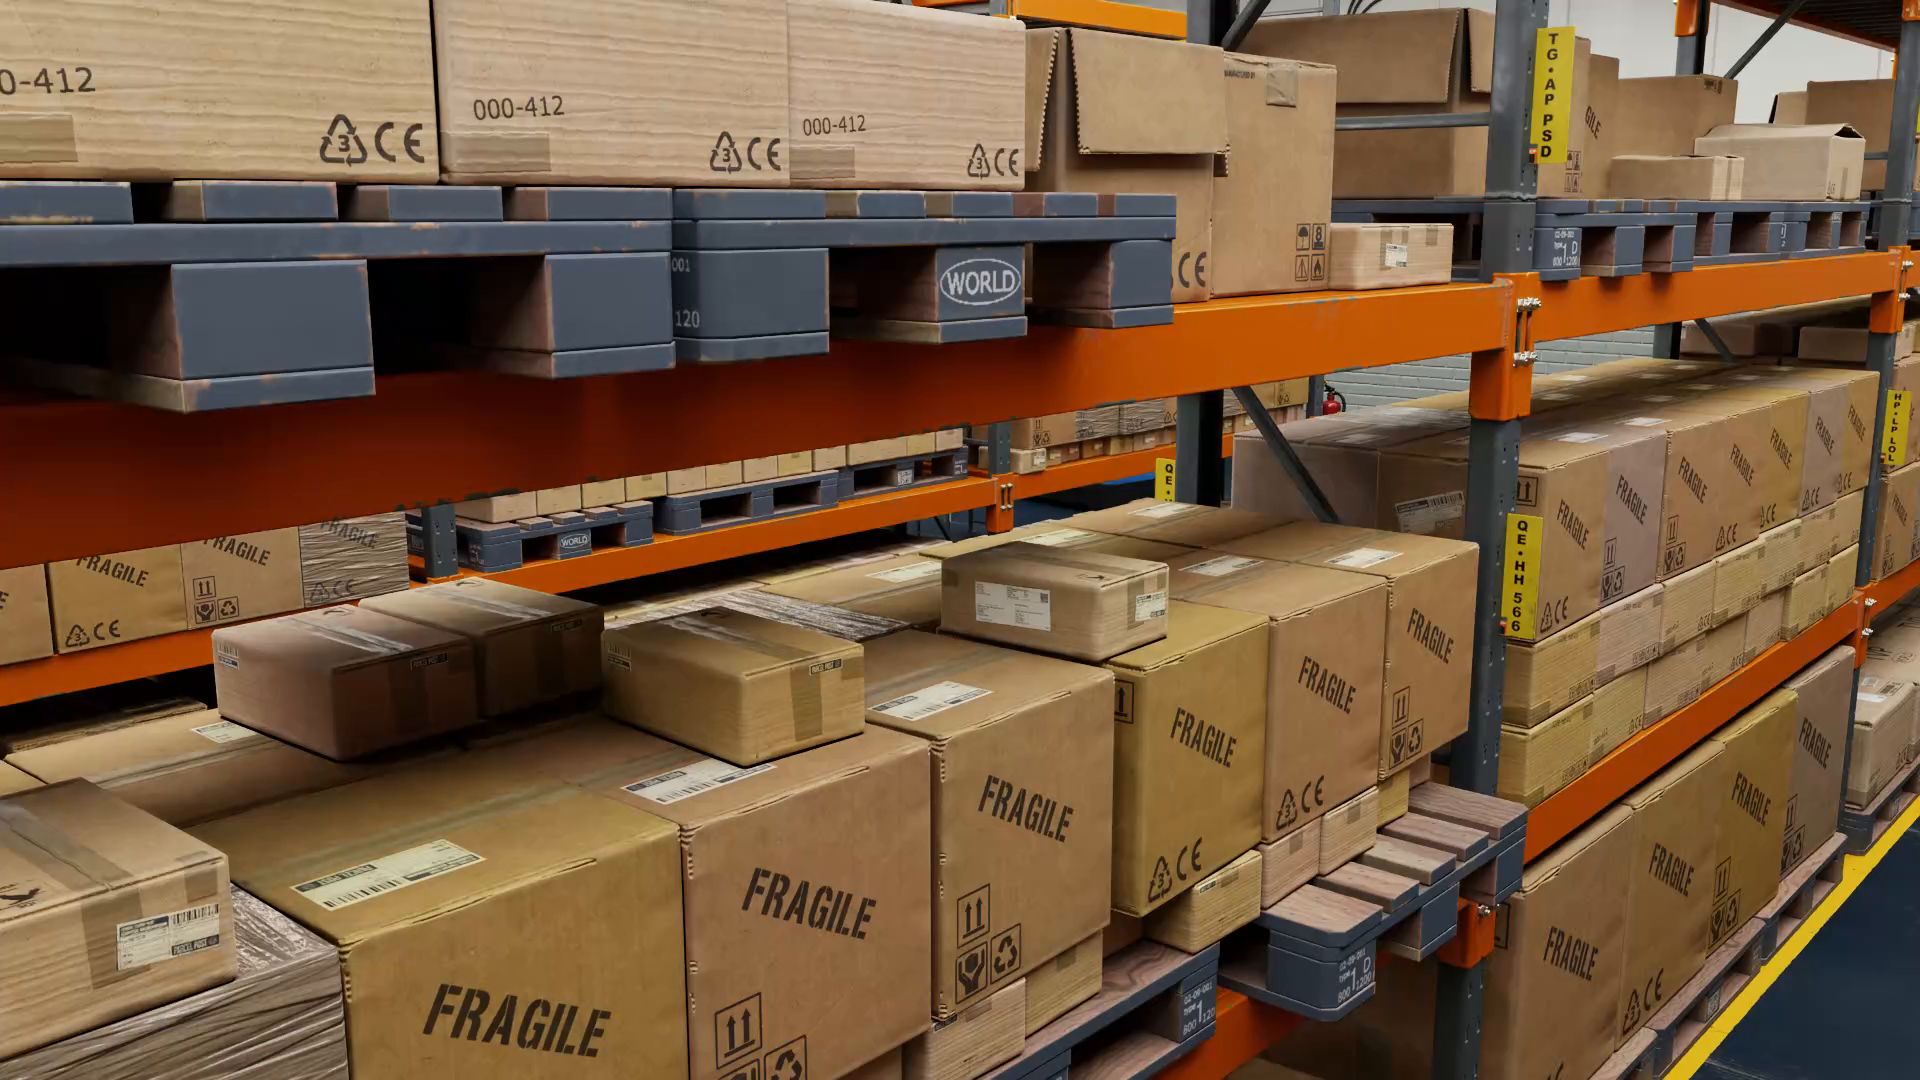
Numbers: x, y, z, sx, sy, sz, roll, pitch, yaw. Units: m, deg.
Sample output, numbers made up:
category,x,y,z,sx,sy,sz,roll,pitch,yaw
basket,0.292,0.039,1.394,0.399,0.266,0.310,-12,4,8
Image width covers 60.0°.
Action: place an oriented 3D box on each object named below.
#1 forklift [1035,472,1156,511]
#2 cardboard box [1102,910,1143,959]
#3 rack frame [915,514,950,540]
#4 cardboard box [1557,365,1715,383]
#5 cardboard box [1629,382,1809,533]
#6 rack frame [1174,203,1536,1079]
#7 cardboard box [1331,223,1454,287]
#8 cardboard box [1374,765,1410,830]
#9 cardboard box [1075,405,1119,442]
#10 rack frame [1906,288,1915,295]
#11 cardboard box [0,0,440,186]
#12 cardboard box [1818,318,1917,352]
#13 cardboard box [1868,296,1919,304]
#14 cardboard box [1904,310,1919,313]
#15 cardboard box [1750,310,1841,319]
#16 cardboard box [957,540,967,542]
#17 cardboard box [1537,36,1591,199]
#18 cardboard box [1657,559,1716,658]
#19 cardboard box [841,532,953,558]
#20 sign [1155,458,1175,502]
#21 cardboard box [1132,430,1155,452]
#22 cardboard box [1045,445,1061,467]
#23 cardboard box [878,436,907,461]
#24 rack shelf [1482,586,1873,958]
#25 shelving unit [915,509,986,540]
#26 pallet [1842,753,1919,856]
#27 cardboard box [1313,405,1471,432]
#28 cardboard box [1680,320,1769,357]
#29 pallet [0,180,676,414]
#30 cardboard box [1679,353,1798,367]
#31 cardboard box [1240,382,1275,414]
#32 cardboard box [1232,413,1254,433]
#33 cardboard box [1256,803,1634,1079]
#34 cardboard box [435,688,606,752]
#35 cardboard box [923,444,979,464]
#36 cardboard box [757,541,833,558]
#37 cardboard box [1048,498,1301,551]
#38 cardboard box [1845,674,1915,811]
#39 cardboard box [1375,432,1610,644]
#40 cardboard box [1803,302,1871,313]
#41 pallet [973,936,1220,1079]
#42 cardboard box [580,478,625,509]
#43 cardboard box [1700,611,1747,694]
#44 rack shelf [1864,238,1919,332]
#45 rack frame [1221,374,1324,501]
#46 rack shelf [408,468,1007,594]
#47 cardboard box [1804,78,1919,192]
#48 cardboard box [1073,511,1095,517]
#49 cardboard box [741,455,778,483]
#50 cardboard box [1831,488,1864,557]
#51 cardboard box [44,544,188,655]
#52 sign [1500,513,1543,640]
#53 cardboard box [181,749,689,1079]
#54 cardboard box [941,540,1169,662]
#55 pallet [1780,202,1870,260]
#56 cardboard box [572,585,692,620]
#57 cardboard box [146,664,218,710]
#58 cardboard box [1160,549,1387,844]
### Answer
category,x,y,z,sx,sy,sz,roll,pitch,yaw
forklift,0.891,-1.956,17.561,1.130,2.935,3.031,-10,15,-40
cardboard box,0.154,0.743,3.443,0.380,0.149,0.250,10,15,41
rack frame,-0.246,-0.681,14.829,0.400,1.500,0.023,10,15,40
cardboard box,2.872,-0.466,7.116,0.500,0.500,0.500,10,15,40
cardboard box,2.902,-0.324,6.408,0.500,0.500,0.500,10,15,42
rack frame,1.053,0.556,4.808,1.000,3.000,0.127,10,15,40
cardboard box,1.003,-0.718,4.170,0.380,0.149,0.250,10,15,40
cardboard box,0.891,0.601,4.153,0.380,0.149,0.250,10,15,41
cardboard box,0.746,-0.966,11.416,0.500,0.500,0.500,10,15,40
rack frame,6.334,-0.621,10.701,1.000,3.000,0.127,10,15,40
cardboard box,-0.900,-0.493,1.712,0.500,0.250,0.500,9,15,39
cardboard box,4.391,-0.986,8.062,0.380,0.149,0.250,10,15,40
cardboard box,5.772,-1.414,10.208,0.380,0.149,0.250,10,15,42
cardboard box,5.116,-1.124,8.757,0.380,0.149,0.250,10,15,41
cardboard box,4.377,-1.118,8.723,0.380,0.149,0.250,10,15,40
cardboard box,0.087,0.114,11.708,0.380,0.149,0.250,10,15,41
cardboard box,1.564,-1.340,5.315,0.700,0.500,0.500,9,14,38
cardboard box,2.253,0.194,5.726,0.500,0.250,0.500,10,15,40
cardboard box,-0.393,0.137,10.302,0.500,0.250,0.500,9,15,39
sign,0.634,-0.083,5.051,0.100,0.325,0.005,10,15,40
cardboard box,1.174,-0.734,11.907,0.380,0.149,0.250,11,15,43
cardboard box,0.456,-0.581,11.144,0.380,0.149,0.250,10,15,42
cardboard box,-0.542,-0.582,10.073,0.380,0.149,0.250,10,15,40
rack shelf,2.373,0.615,6.351,1.077,0.370,4.000,10,15,40
shelving unit,-0.004,-0.734,15.098,0.431,1.500,0.755,10,15,40
pallet,4.254,1.233,8.537,1.003,0.211,1.213,10,15,40
cardboard box,1.530,-0.170,5.633,0.500,0.500,0.500,10,15,41
cardboard box,3.658,-0.976,8.016,0.380,0.149,0.250,9,15,39
pallet,-1.100,-0.311,1.972,1.213,0.211,1.003,10,15,40
cardboard box,3.798,-0.677,8.173,0.500,0.500,0.500,10,15,40
cardboard box,2.102,-1.266,12.918,0.500,0.500,0.500,9,15,39
cardboard box,2.049,-0.927,12.875,0.380,0.149,0.250,10,15,42
cardboard box,1.572,1.301,5.430,0.875,0.875,0.875,10,15,40
cardboard box,-0.783,0.498,3.012,0.500,0.500,0.500,10,15,42
cardboard box,-0.079,-0.607,11.270,0.380,0.149,0.250,10,15,40
cardboard box,-1.127,0.148,10.247,0.500,0.250,0.500,10,15,42
cardboard box,0.582,0.191,4.546,0.500,0.500,0.500,9,15,39
cardboard box,4.189,0.940,8.357,0.875,0.438,0.875,9,15,40
cardboard box,1.562,-0.024,4.905,0.500,0.500,0.500,9,14,38
cardboard box,5.024,-1.273,9.501,0.380,0.149,0.250,10,15,41
pallet,-0.223,0.947,3.342,1.003,0.211,1.213,10,15,40
cardboard box,-1.930,-0.271,8.516,0.380,0.149,0.250,11,16,43
cardboard box,2.565,0.363,6.158,0.500,0.250,0.500,10,15,40
rack shelf,5.014,-1.445,9.004,1.077,0.370,4.000,10,15,40
rack frame,2.549,-1.246,13.830,1.000,3.000,0.127,10,15,40
rack shelf,-1.412,-0.011,9.481,1.077,0.370,4.000,10,15,40
cardboard box,4.240,-1.867,7.697,0.500,0.500,0.500,10,15,41
cardboard box,1.094,-0.116,12.862,0.380,0.149,0.250,10,15,41
cardboard box,-1.238,-0.425,9.289,0.380,0.149,0.250,9,14,39
cardboard box,3.585,-0.108,7.238,0.500,0.250,0.500,10,15,40
cardboard box,-3.488,0.130,6.687,0.500,0.500,0.500,9,15,39
sign,1.467,0.096,4.358,0.100,0.325,0.005,10,15,40
cardboard box,-0.732,0.638,2.310,0.500,0.500,0.500,10,15,41
cardboard box,0.185,0.114,3.276,0.380,0.149,0.250,9,14,38
pallet,3.125,-1.268,6.772,0.805,0.209,1.217,9,14,38
cardboard box,-1.760,0.438,8.792,0.500,0.250,0.500,10,15,40
cardboard box,-3.201,0.906,7.726,1.050,0.750,0.750,10,15,40
cardboard box,0.629,0.336,3.825,0.500,0.500,0.500,9,15,39
